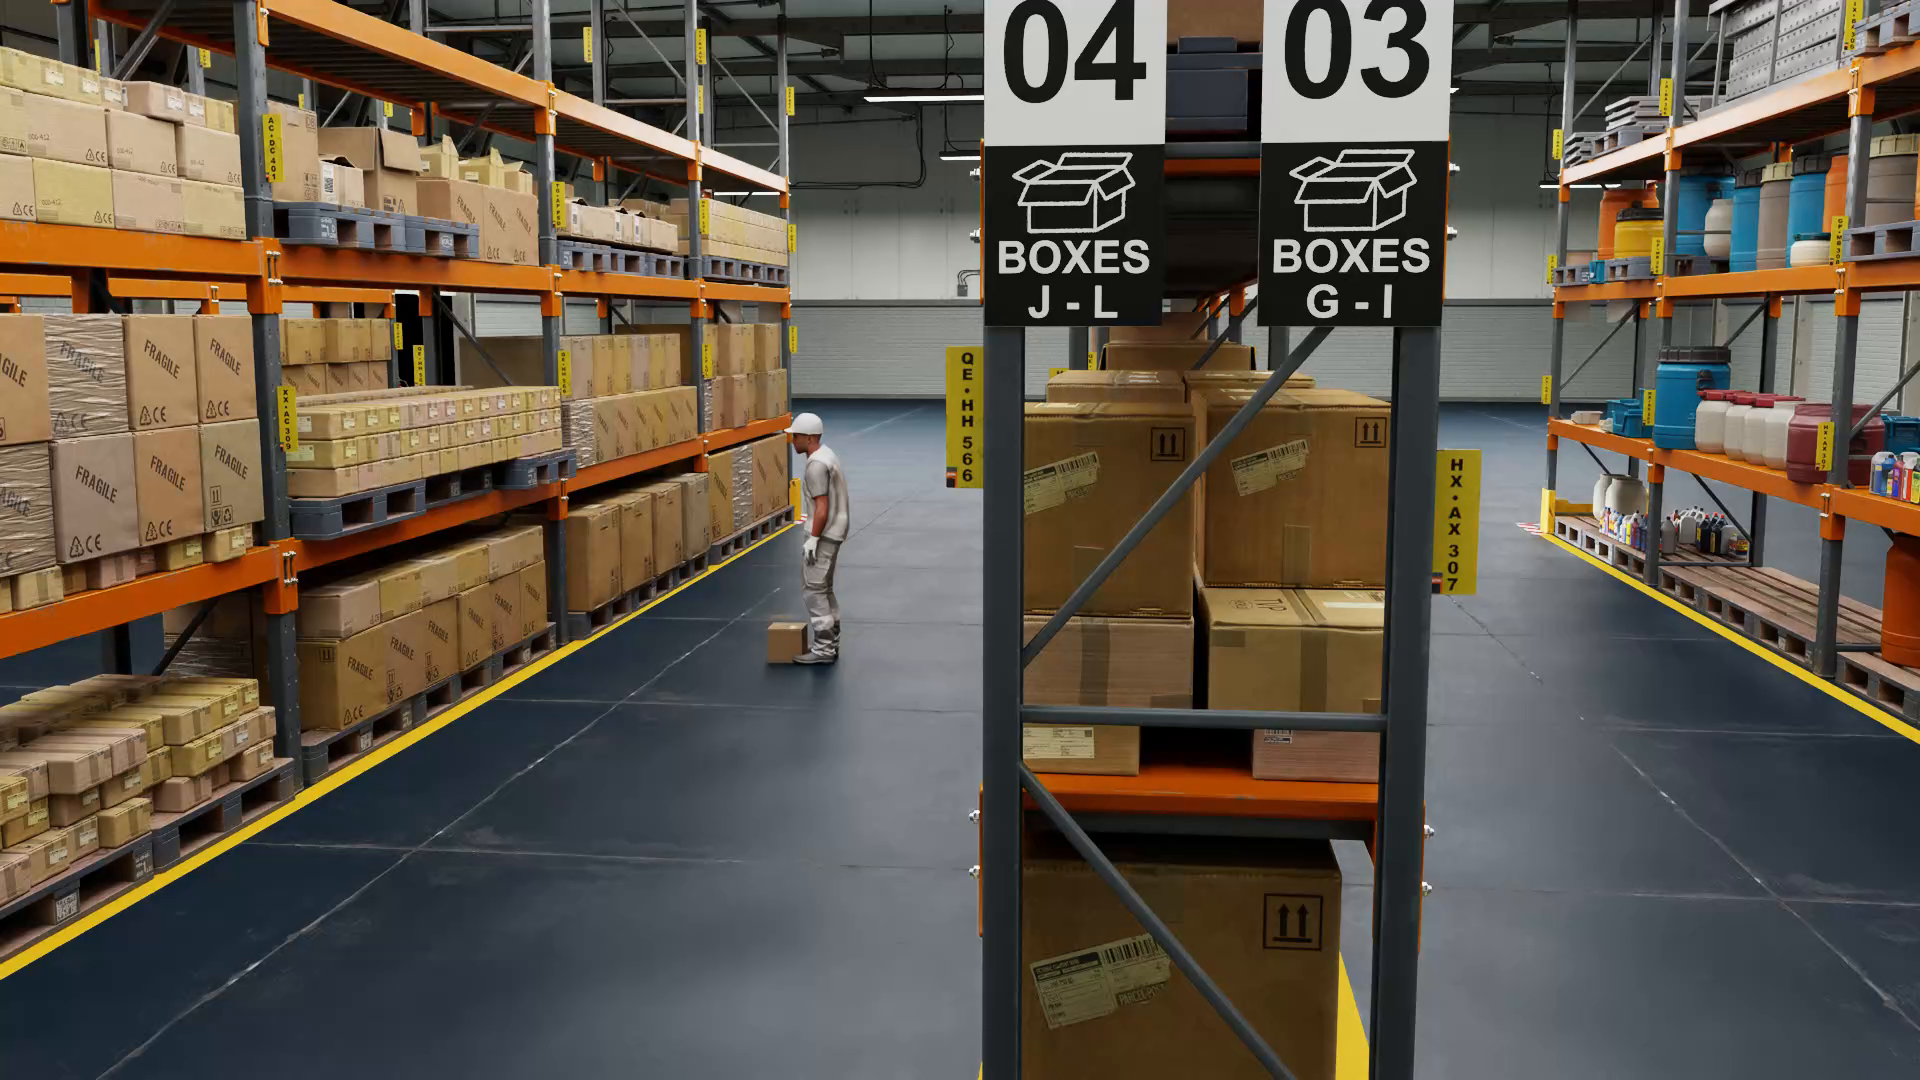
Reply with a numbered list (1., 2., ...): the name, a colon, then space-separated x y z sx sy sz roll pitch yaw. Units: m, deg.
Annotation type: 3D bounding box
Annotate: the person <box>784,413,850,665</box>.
1. person: -1.014 -0.013 11.831 0.453 1.778 0.616 0 8 3
